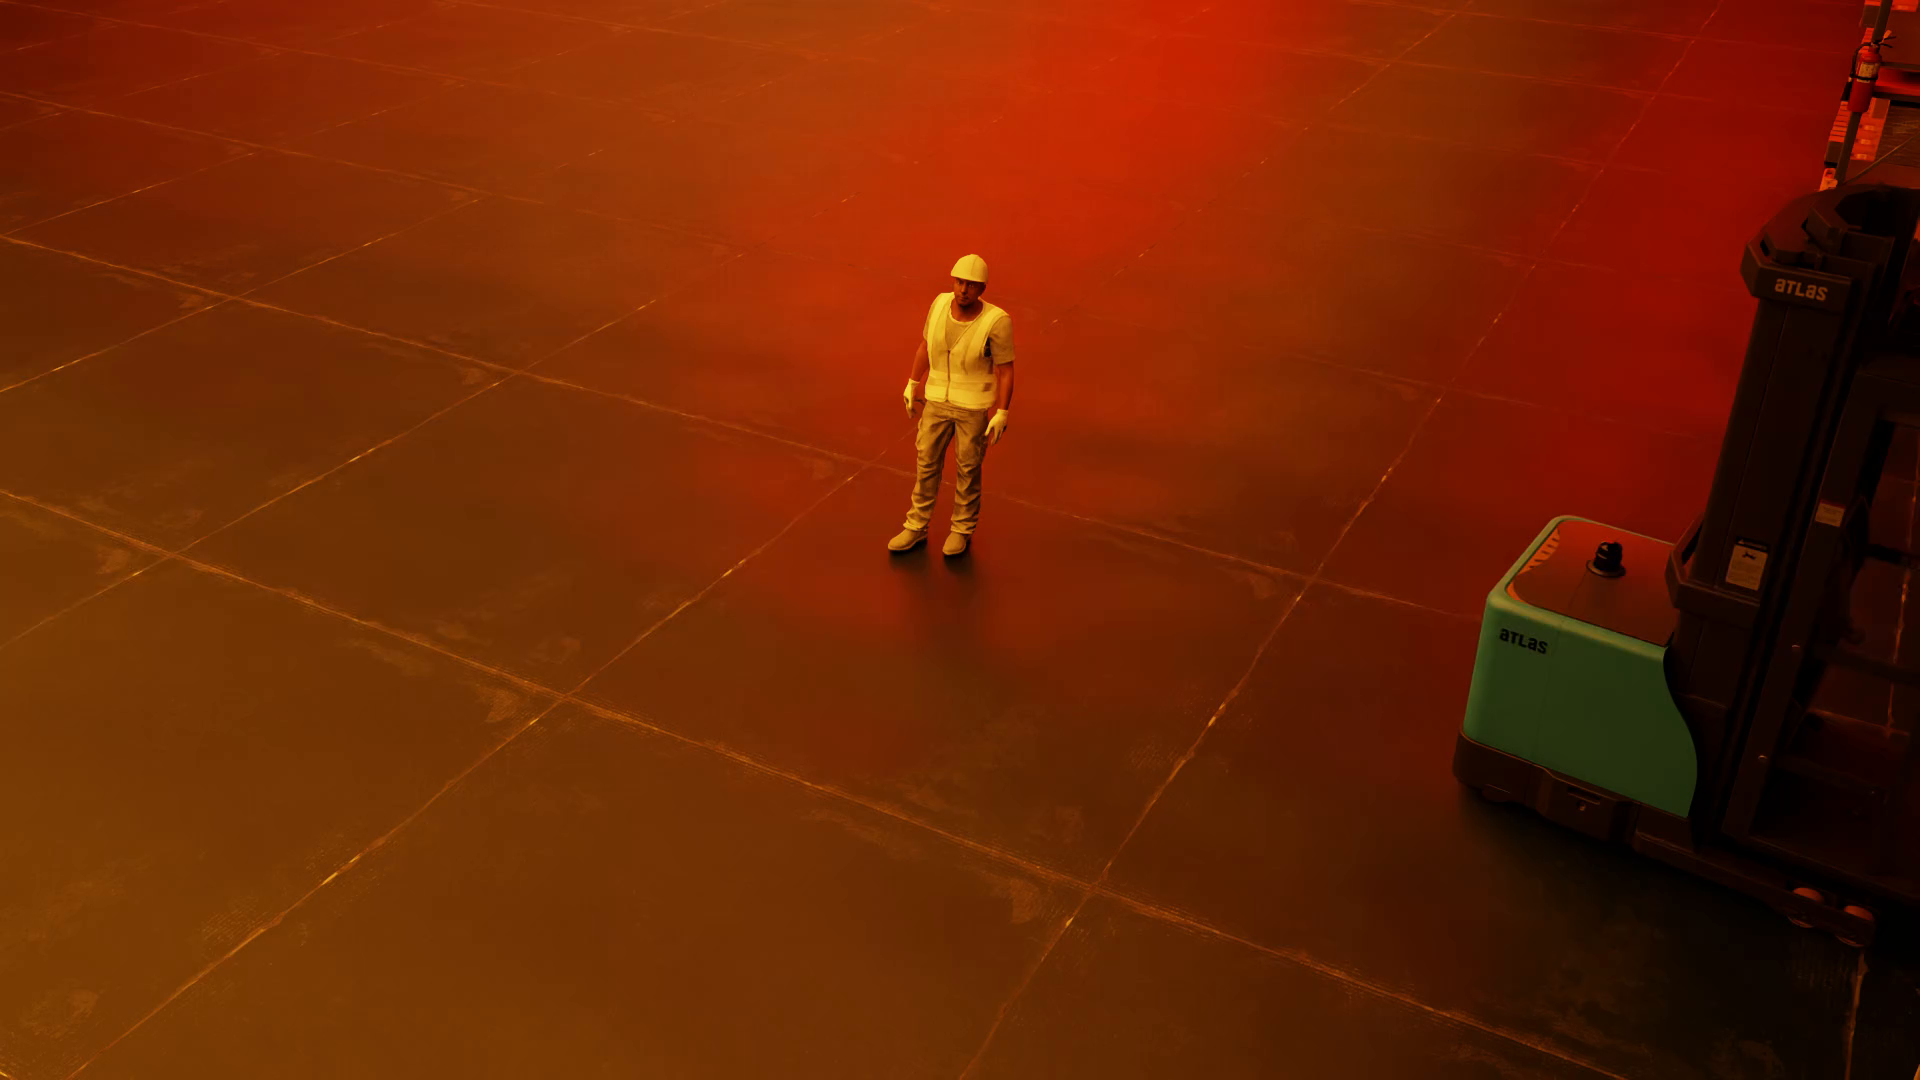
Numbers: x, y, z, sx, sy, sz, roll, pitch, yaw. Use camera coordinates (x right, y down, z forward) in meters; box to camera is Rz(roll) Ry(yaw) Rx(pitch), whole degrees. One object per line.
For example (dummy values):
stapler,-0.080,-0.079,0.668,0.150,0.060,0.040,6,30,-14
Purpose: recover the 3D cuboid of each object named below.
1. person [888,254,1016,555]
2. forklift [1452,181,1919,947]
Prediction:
person,-0.043,-0.749,9.502,0.657,1.785,0.575,15,33,25
forklift,3.844,0.144,6.821,3.031,2.935,1.130,20,35,30
